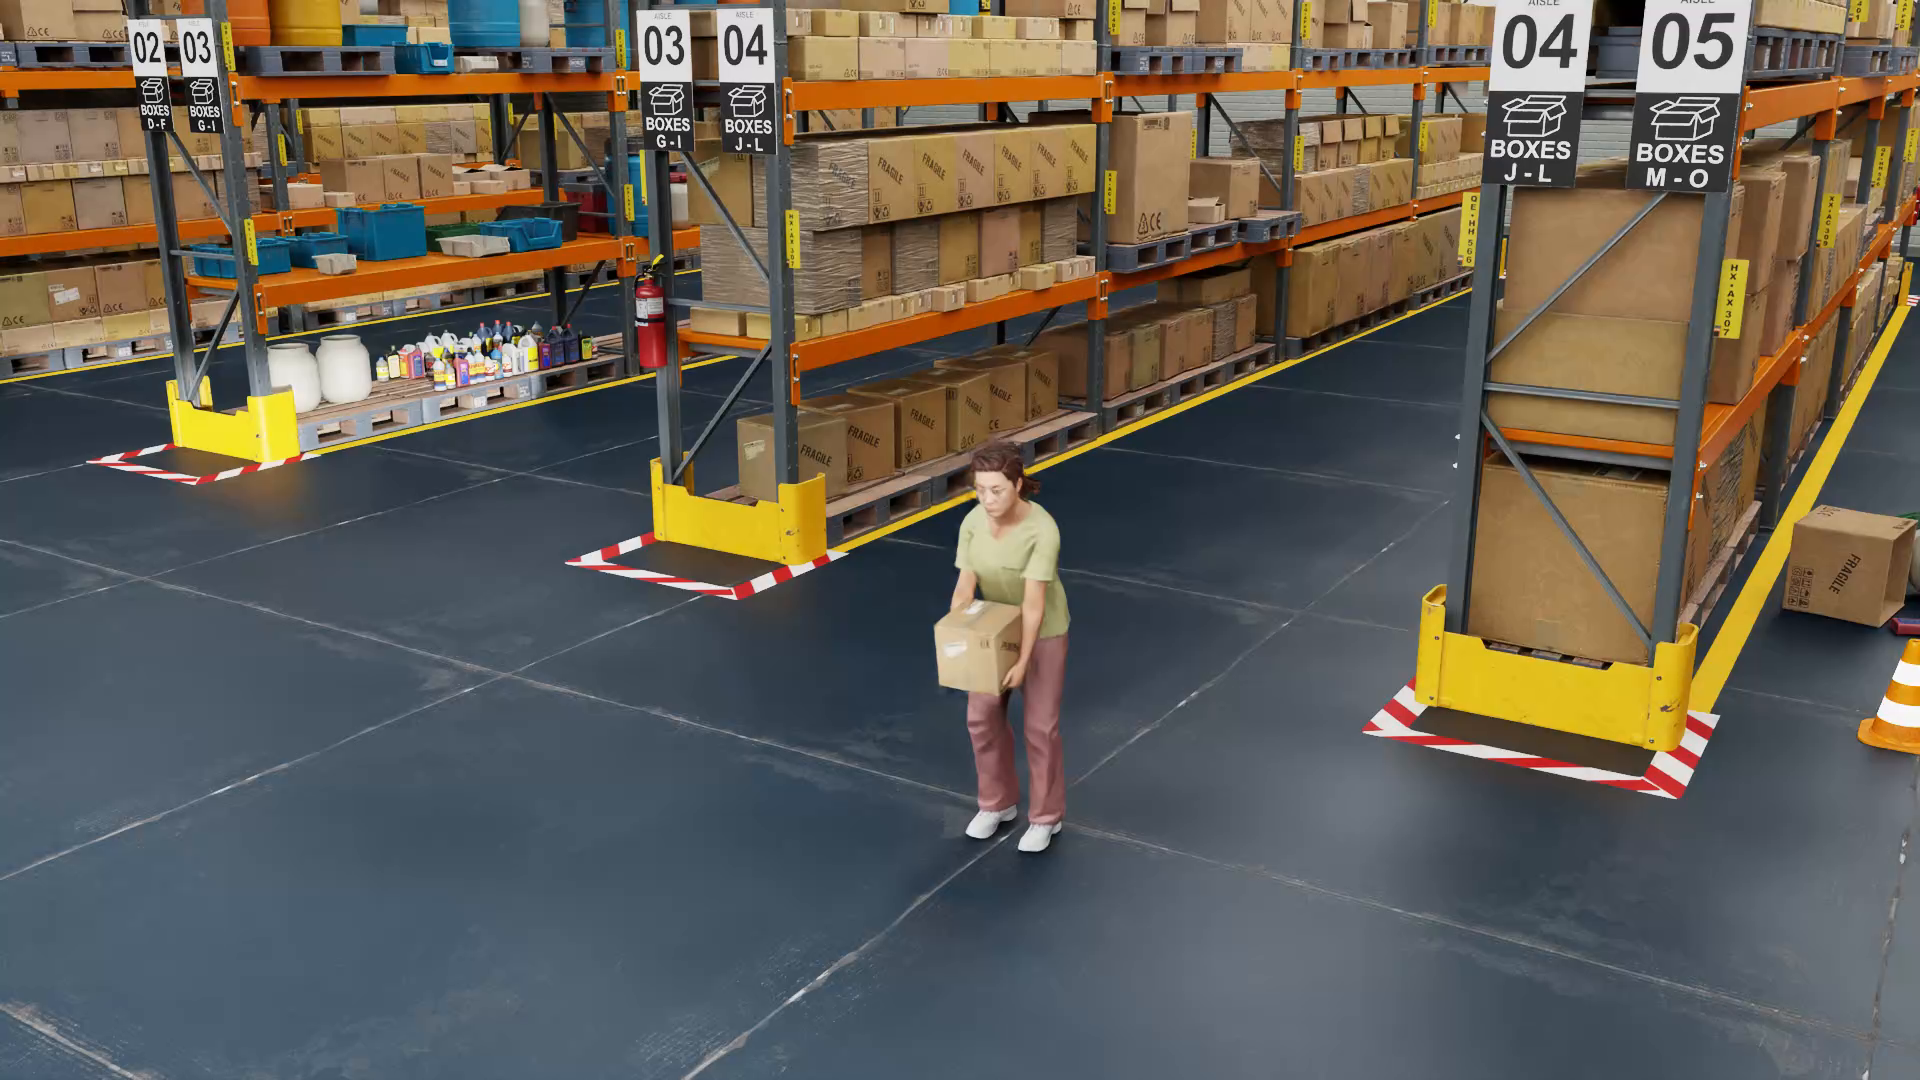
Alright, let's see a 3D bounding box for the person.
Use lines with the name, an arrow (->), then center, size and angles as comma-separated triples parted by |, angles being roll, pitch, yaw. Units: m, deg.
person -> 0.190, 0.401, 6.265 | 0.404, 1.623, 0.539 | 9, 19, 29
